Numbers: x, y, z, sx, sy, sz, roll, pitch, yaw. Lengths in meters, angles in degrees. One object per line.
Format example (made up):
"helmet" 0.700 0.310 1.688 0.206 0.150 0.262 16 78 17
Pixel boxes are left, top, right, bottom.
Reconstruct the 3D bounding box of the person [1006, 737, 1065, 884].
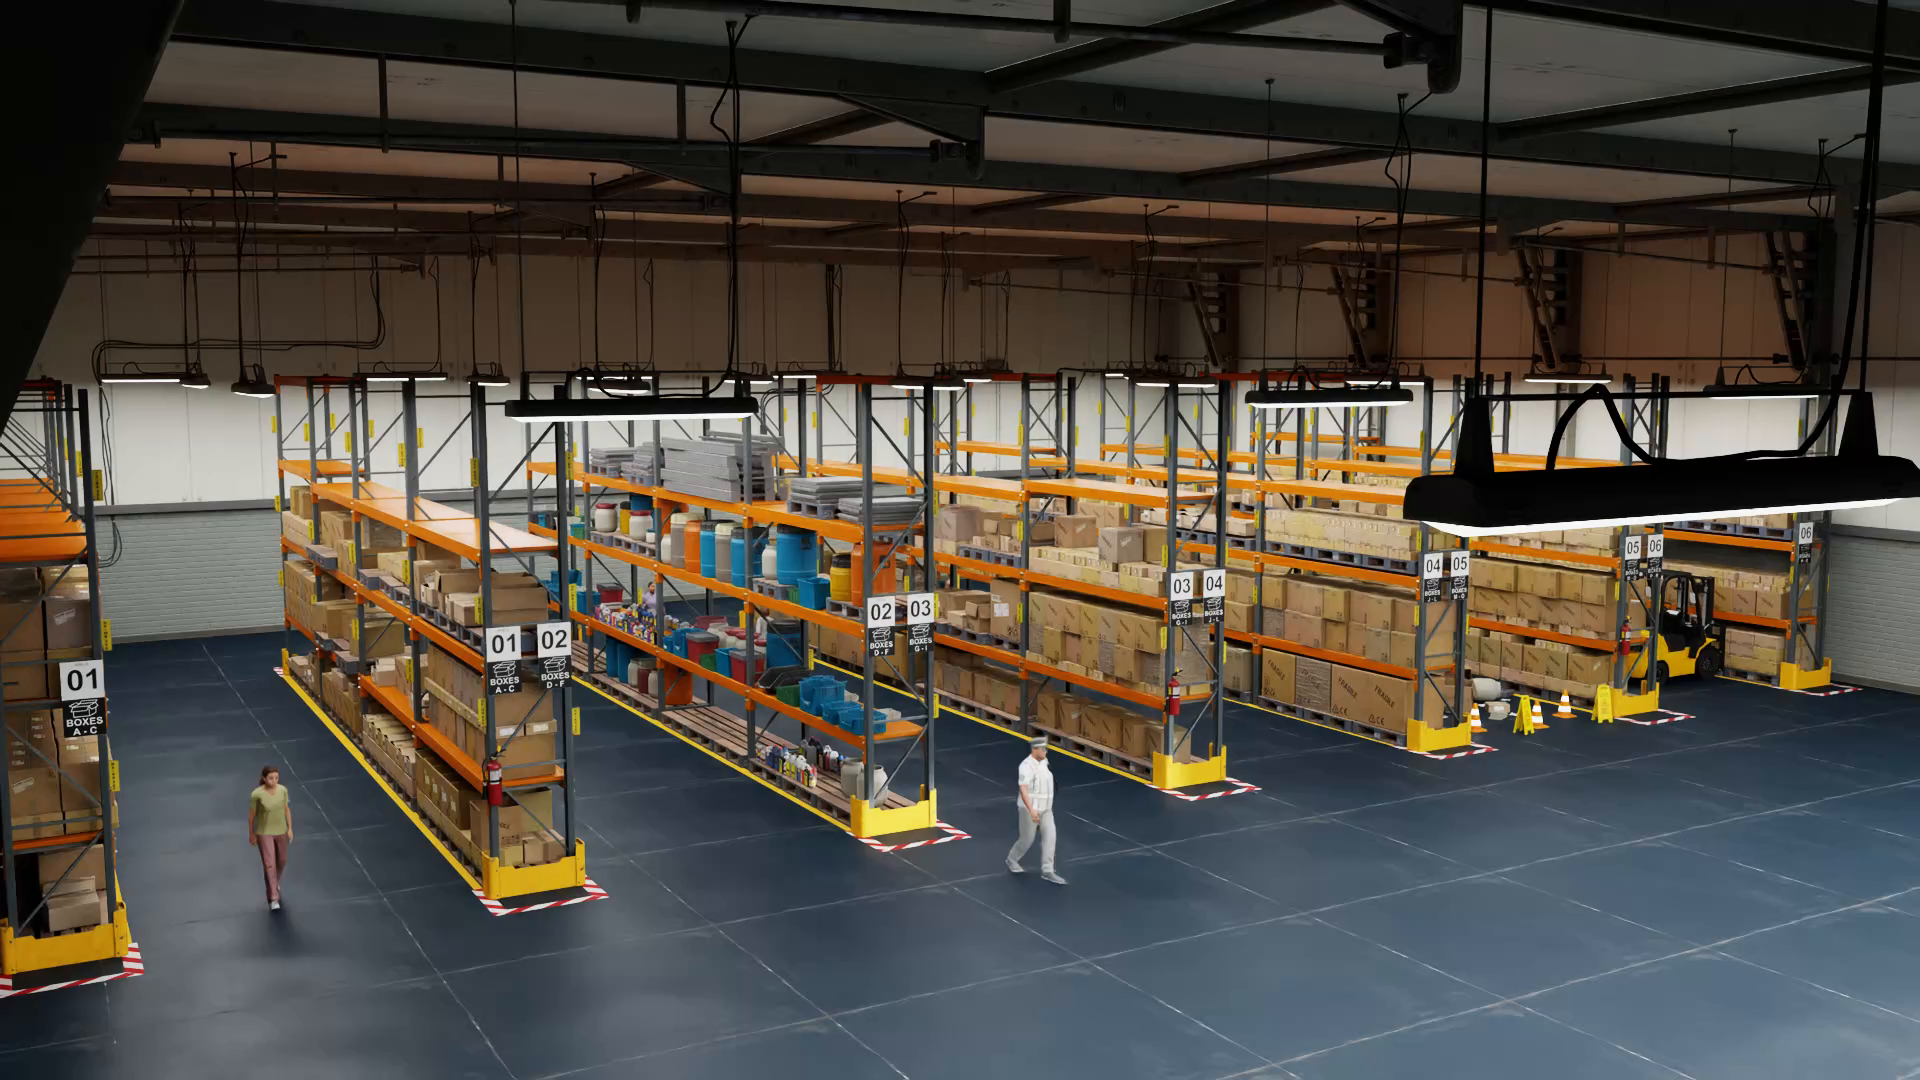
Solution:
"person" 0.956 3.268 20.277 0.858 1.727 0.633 5 8 38

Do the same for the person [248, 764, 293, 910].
"person" -8.016 3.405 19.363 0.900 1.640 0.452 6 8 41

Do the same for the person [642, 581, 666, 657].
"person" -6.516 1.666 35.293 0.527 1.588 1.034 -4 7 -32

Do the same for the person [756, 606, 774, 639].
"person" -3.788 2.063 31.887 0.504 1.560 0.378 -3 7 -28

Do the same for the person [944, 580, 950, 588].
"person" -0.274 1.665 35.151 0.748 1.674 0.648 -2 7 -20
